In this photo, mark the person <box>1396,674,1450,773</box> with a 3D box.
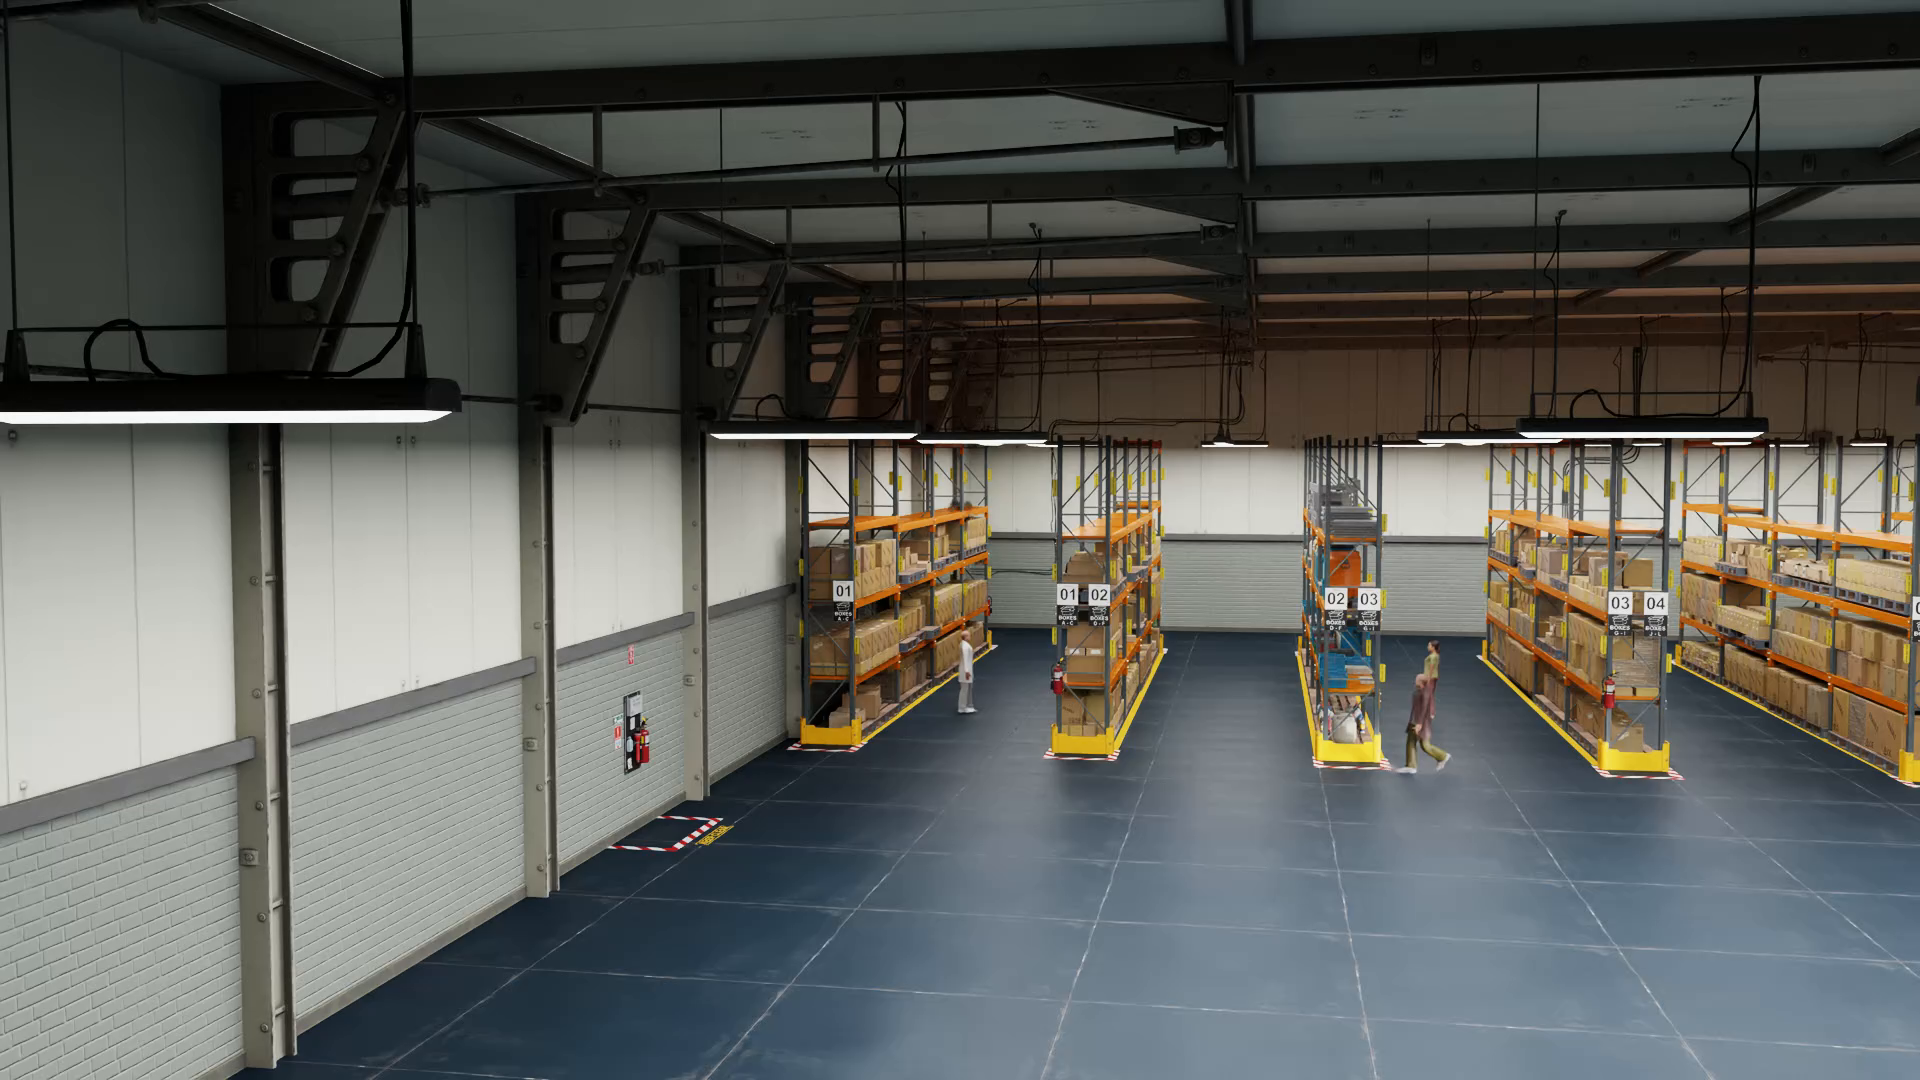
[{"bbox_3d":[8.184,3.244,29.372,0.908,1.764,0.519,-1,3,-18],"label":"person"}]

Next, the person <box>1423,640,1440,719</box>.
[{"bbox_3d":[10.019,2.973,35.677,0.579,1.669,0.464,3,4,44],"label":"person"}]

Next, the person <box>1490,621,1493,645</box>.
[{"bbox_3d":[15.368,2.352,47.822,0.431,1.616,0.484,2,4,37],"label":"person"}]

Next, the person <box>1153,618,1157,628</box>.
[{"bbox_3d":[5.622,2.179,49.117,0.592,1.796,0.459,0,3,0],"label":"person"}]

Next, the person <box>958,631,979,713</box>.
[{"bbox_3d":[0.188,2.892,36.280,0.478,1.822,0.652,0,3,-3],"label":"person"}]
